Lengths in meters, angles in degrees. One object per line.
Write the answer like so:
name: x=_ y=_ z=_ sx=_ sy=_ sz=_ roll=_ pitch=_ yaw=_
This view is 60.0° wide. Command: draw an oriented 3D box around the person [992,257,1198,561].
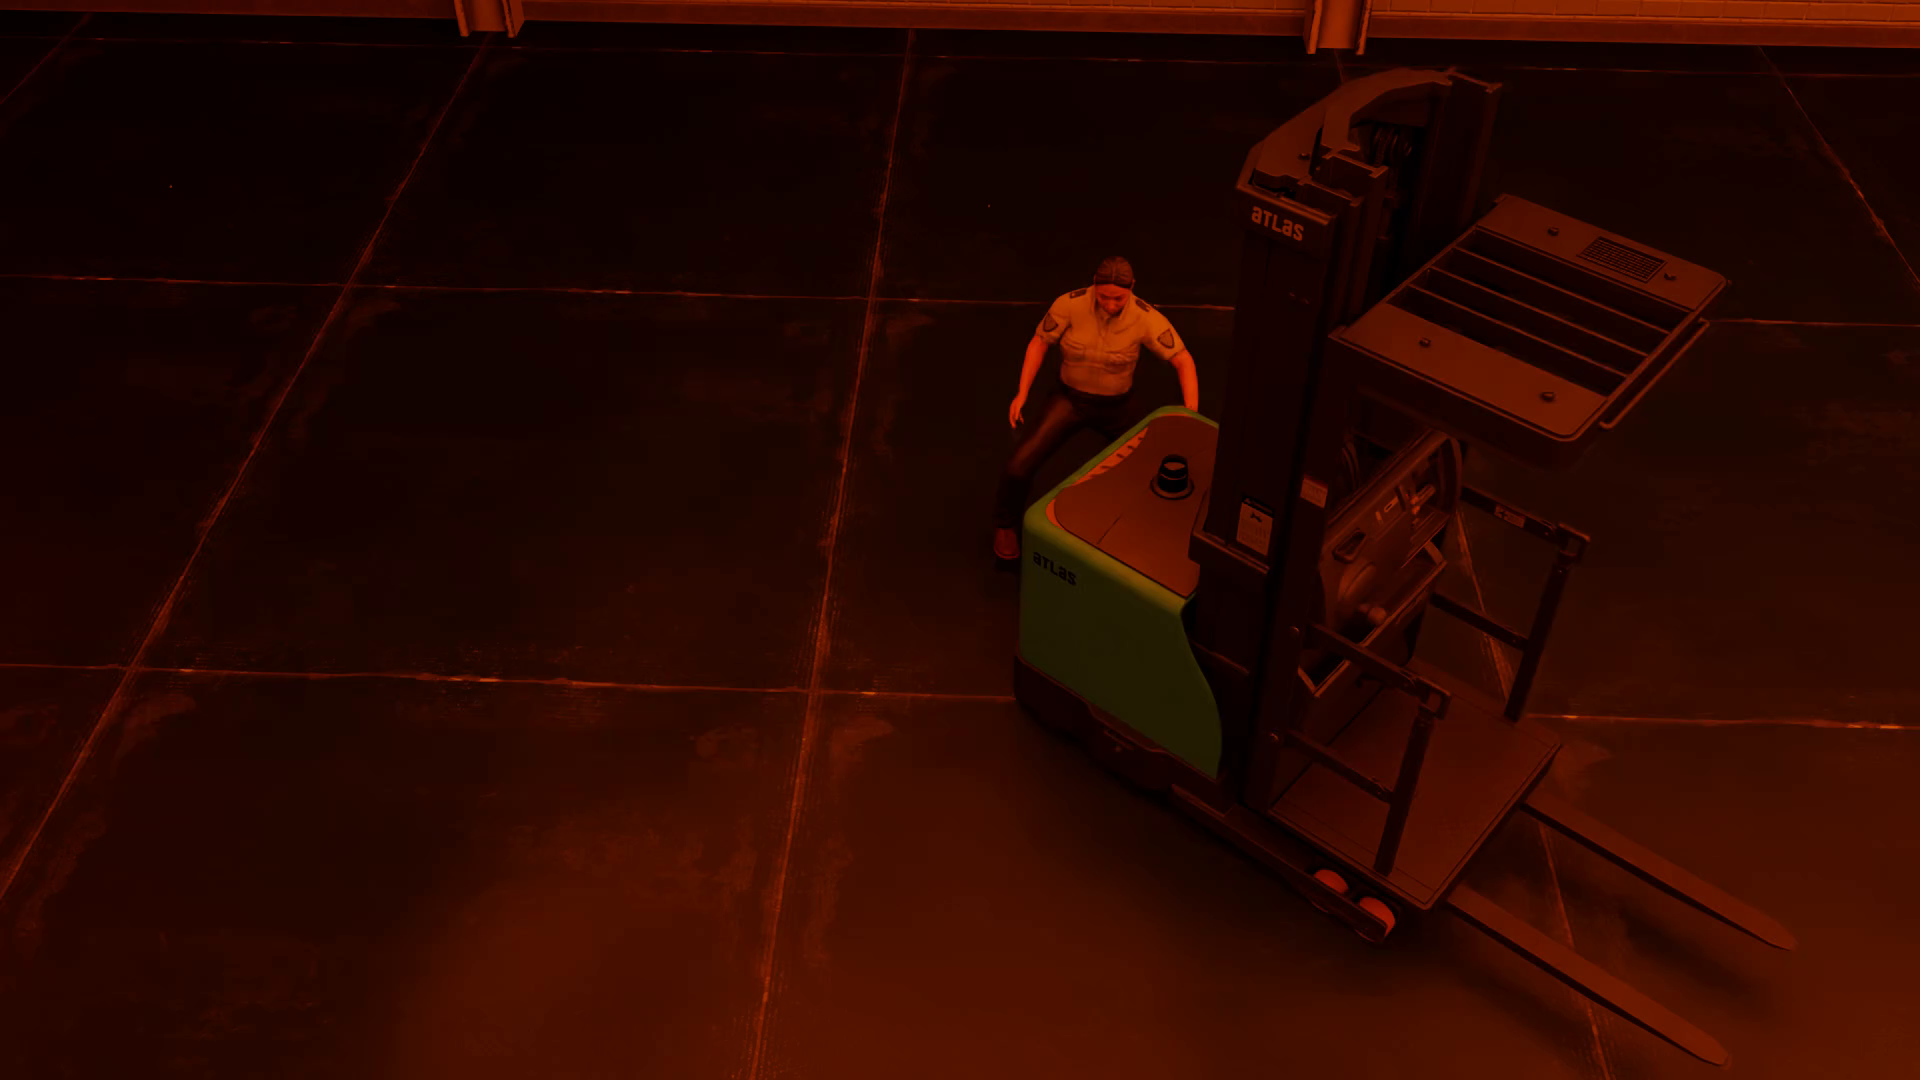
person: x=0.652 y=-0.595 z=7.494 sx=0.928 sy=1.527 sz=0.785 roll=9 pitch=43 yaw=10

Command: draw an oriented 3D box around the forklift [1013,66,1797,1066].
forklift: x=1.667 y=0.021 z=5.720 sx=3.031 sy=2.935 sz=1.130 roll=31 pitch=51 yaw=29
